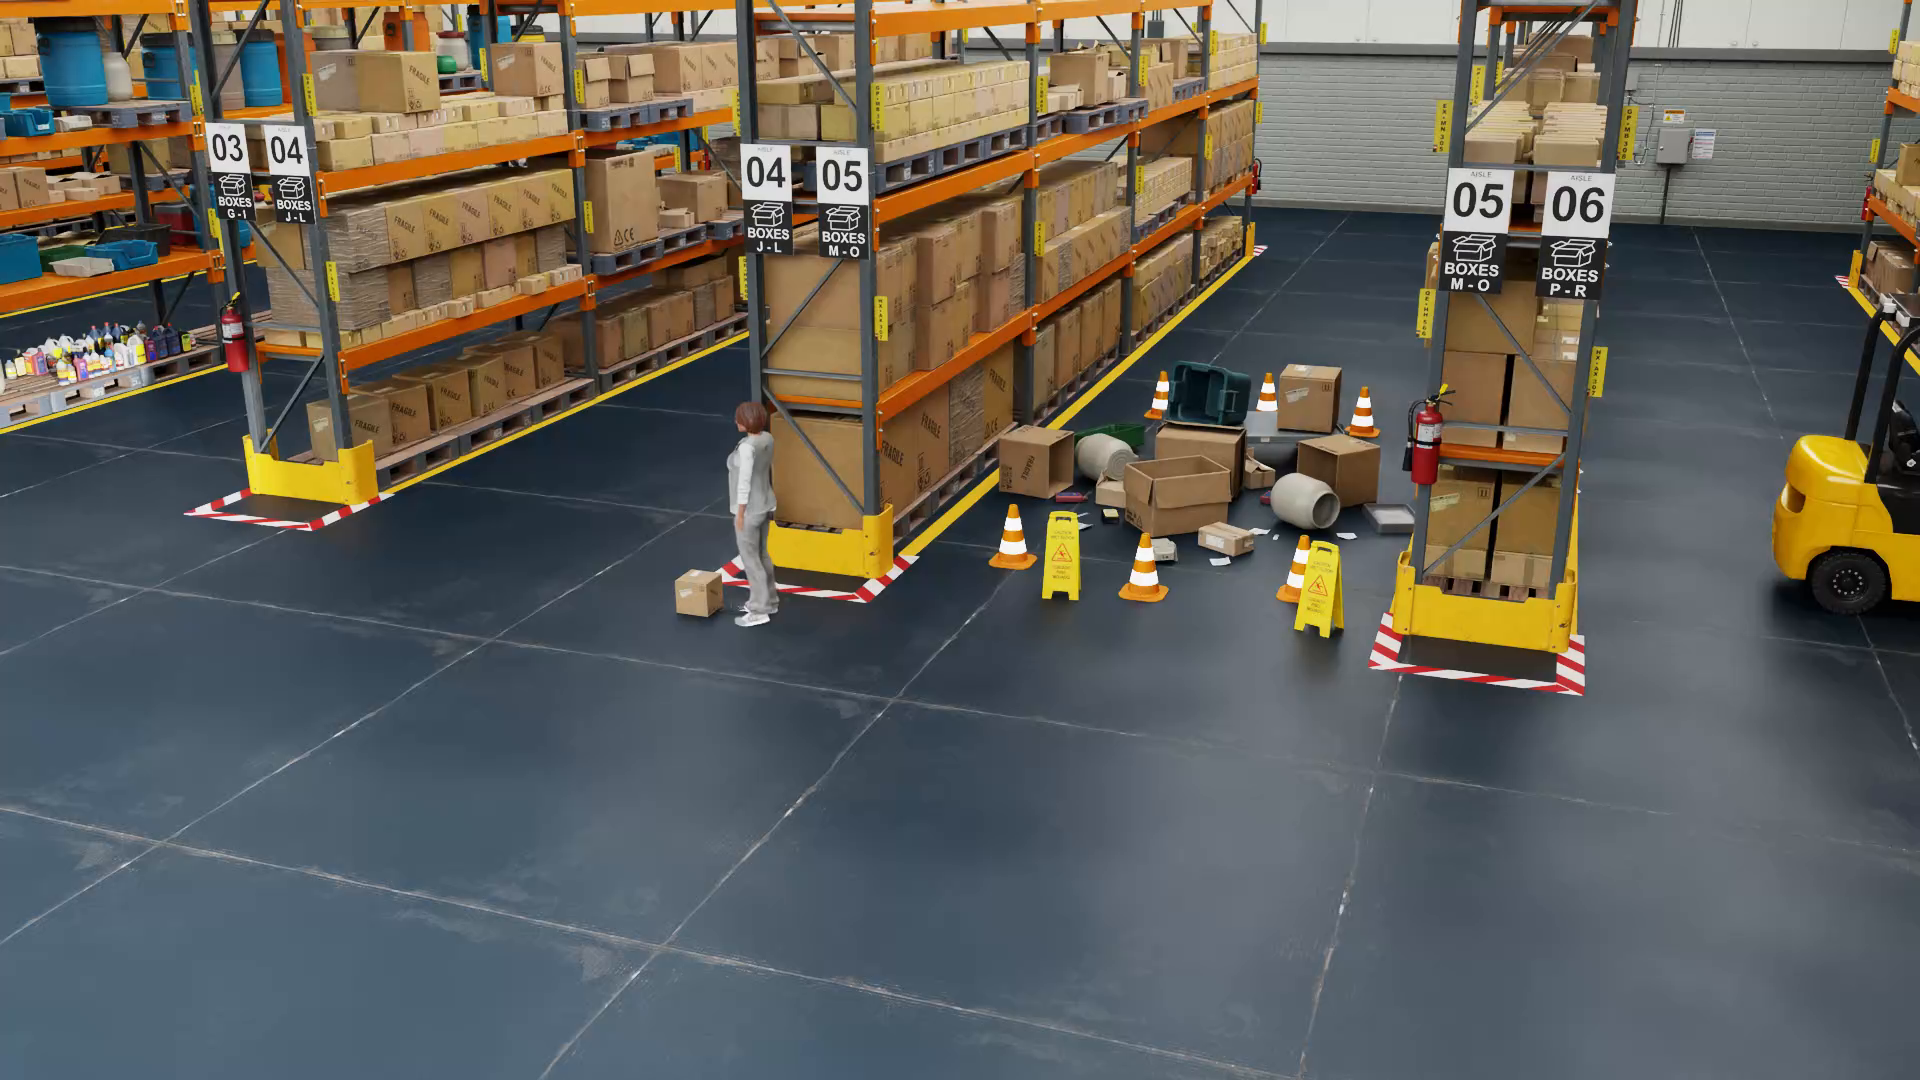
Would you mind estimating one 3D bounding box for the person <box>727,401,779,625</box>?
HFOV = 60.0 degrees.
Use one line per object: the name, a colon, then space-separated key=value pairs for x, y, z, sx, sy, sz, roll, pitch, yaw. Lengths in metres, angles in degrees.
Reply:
person: x=-1.458 y=-0.189 z=11.657 sx=0.321 sy=1.620 sz=0.409 roll=7 pitch=20 yaw=19
